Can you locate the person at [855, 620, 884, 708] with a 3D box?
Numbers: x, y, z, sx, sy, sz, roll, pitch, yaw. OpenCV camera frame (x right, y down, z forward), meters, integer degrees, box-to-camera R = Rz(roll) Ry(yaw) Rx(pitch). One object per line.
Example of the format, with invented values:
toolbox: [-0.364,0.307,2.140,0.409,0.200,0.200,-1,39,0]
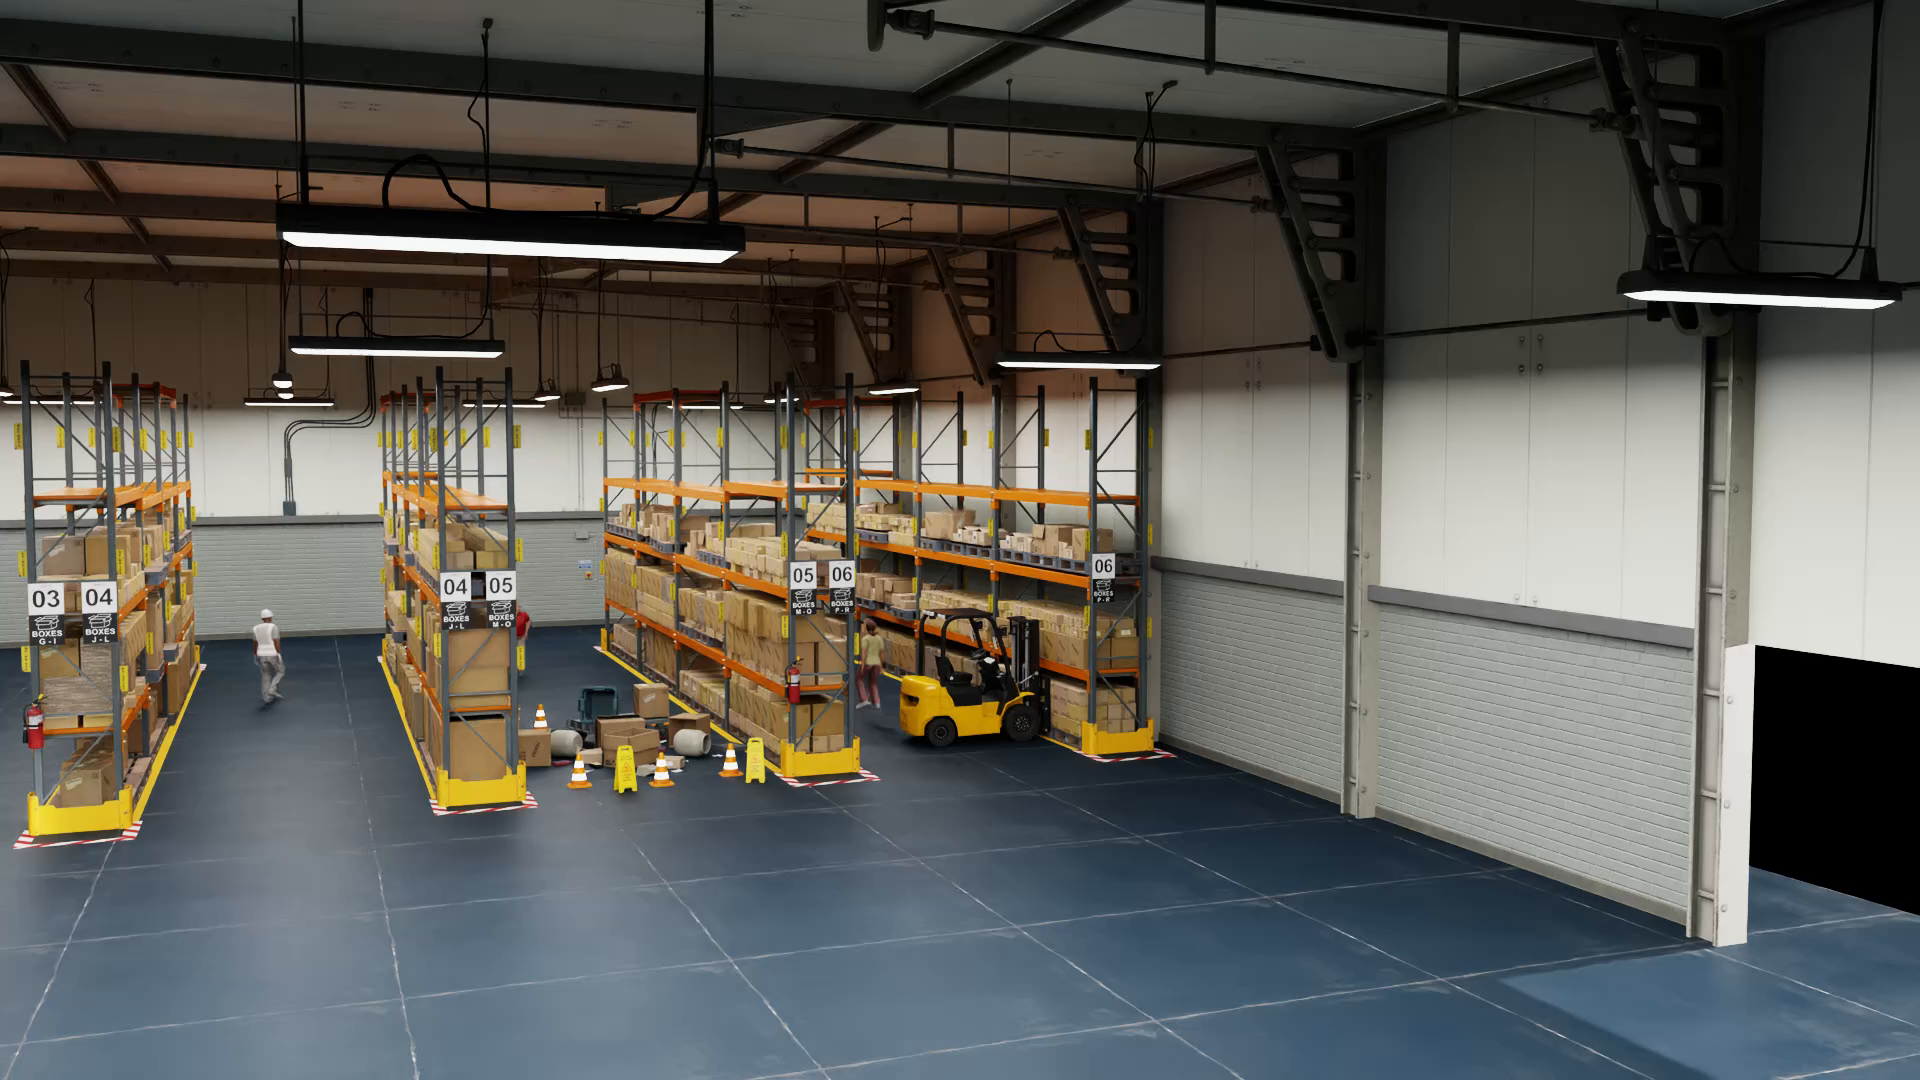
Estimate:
person: [-1.563,2.212,29.409,0.481,1.595,0.657,-2,4,-27]

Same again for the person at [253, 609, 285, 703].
person: [-13.166,2.208,31.607,0.589,1.764,0.540,0,3,1]

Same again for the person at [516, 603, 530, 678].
person: [-9.320,2.093,34.836,0.631,1.637,0.737,-1,4,-14]
